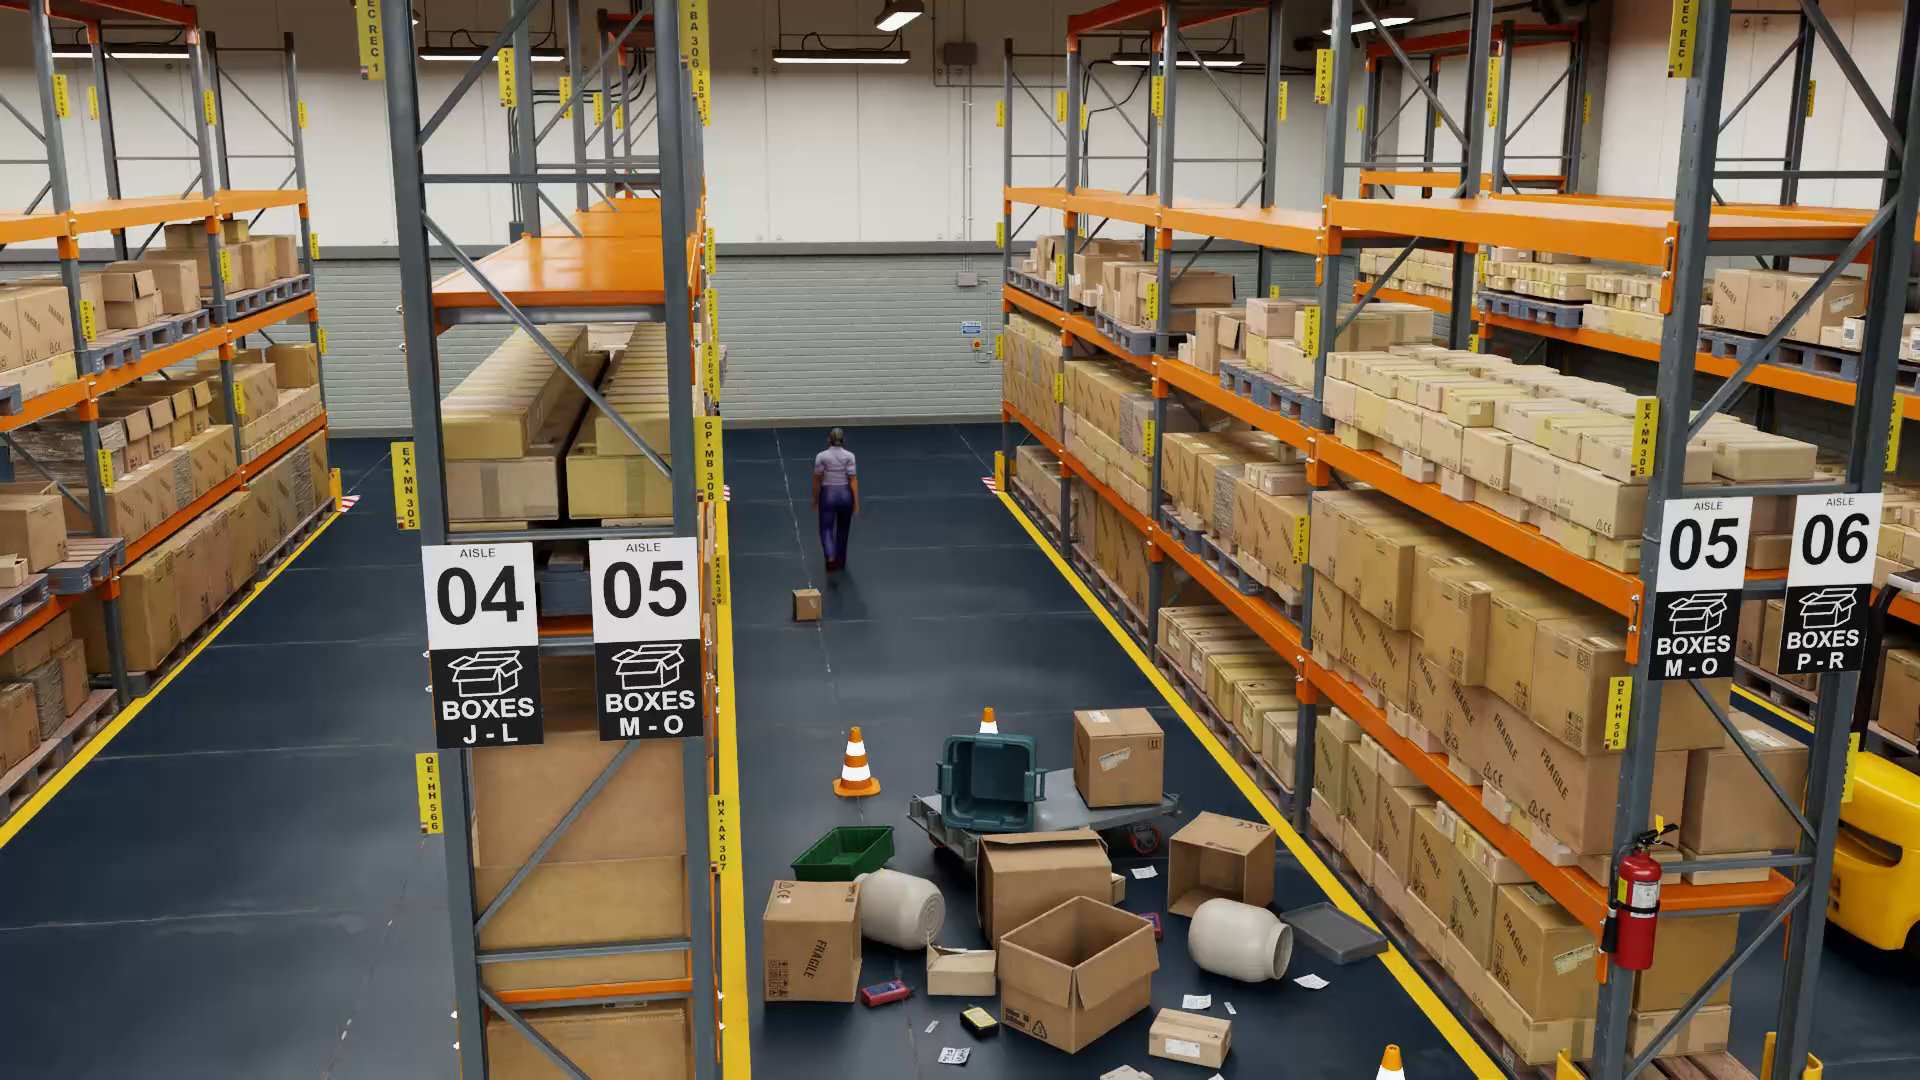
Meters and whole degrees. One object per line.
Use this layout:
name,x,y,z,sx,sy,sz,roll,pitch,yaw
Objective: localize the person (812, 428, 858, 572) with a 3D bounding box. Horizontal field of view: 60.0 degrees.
person,-1.375,-0.438,18.357,0.493,1.602,0.906,-2,13,-8
